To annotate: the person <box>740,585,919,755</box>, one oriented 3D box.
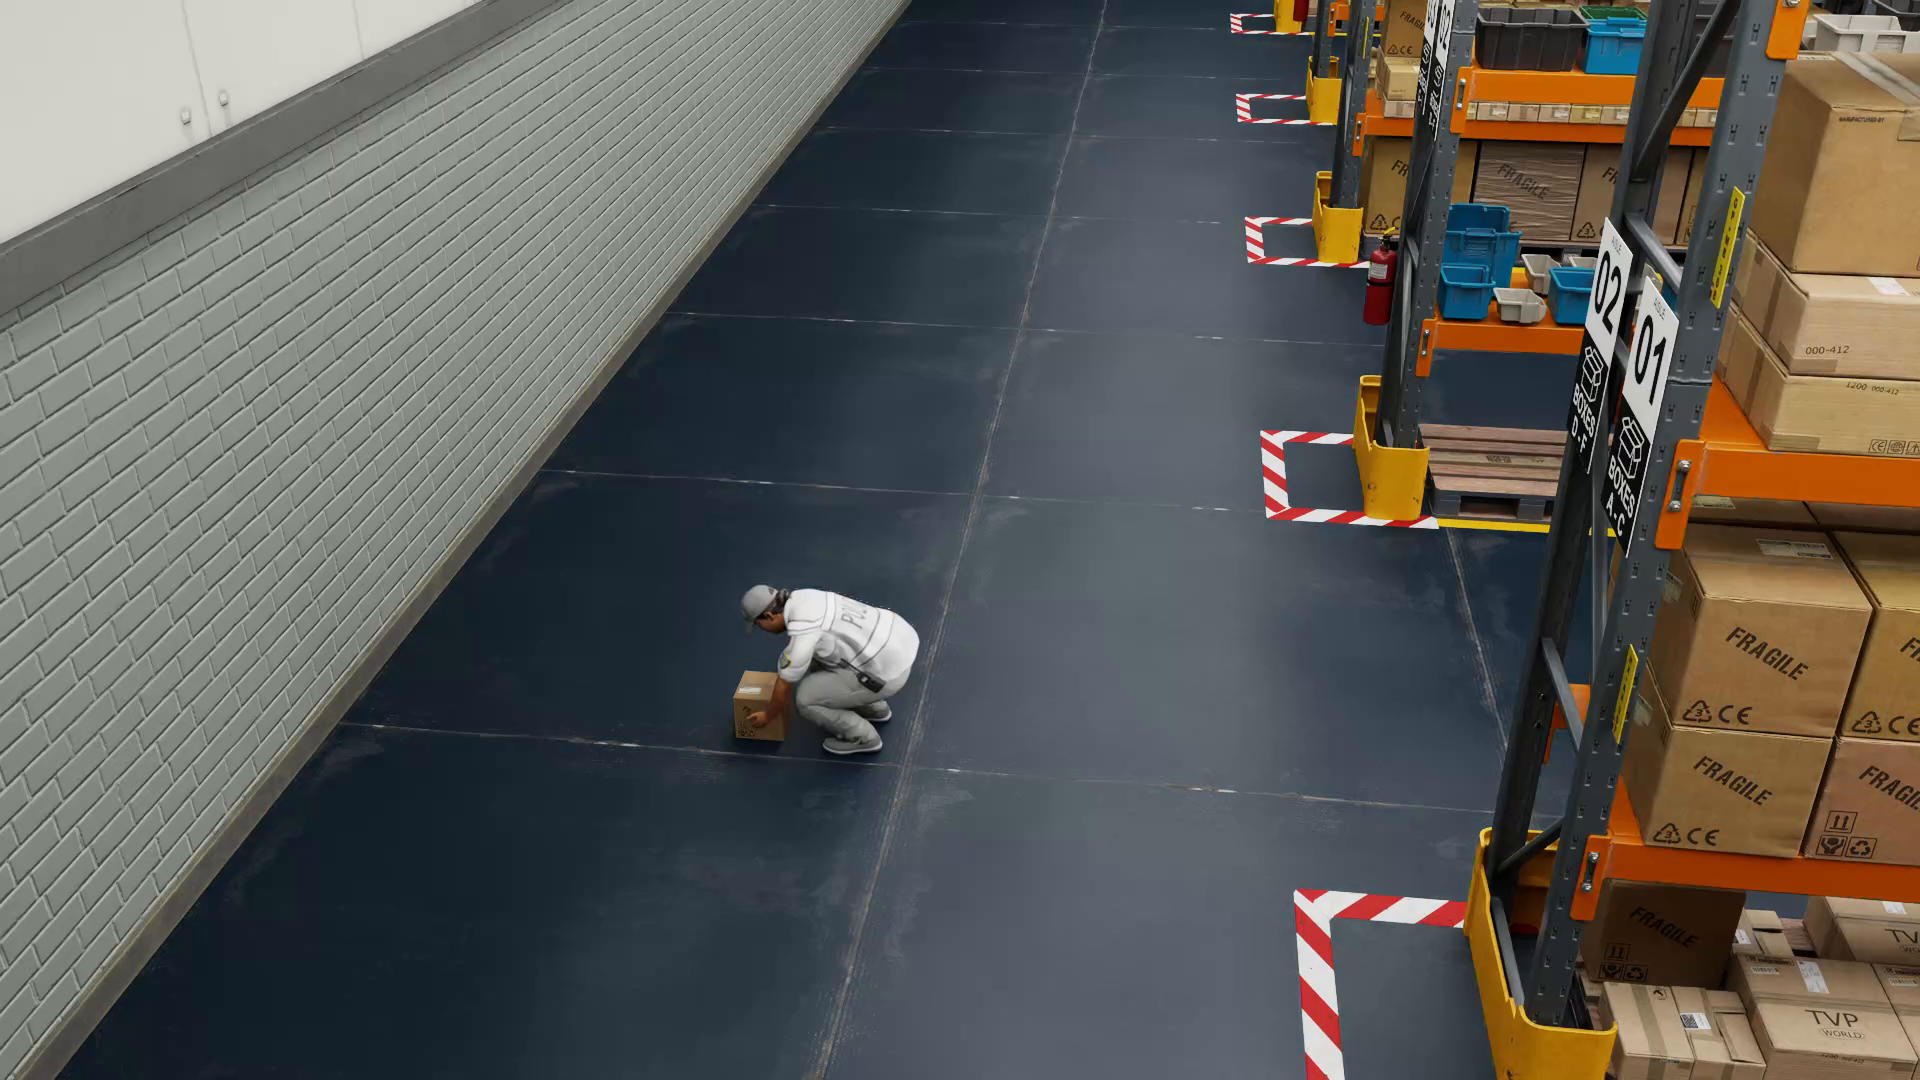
[{"bbox_3d":[-0.644,0.611,8.335,0.863,0.874,0.523,3,29,6],"label":"person"}]
